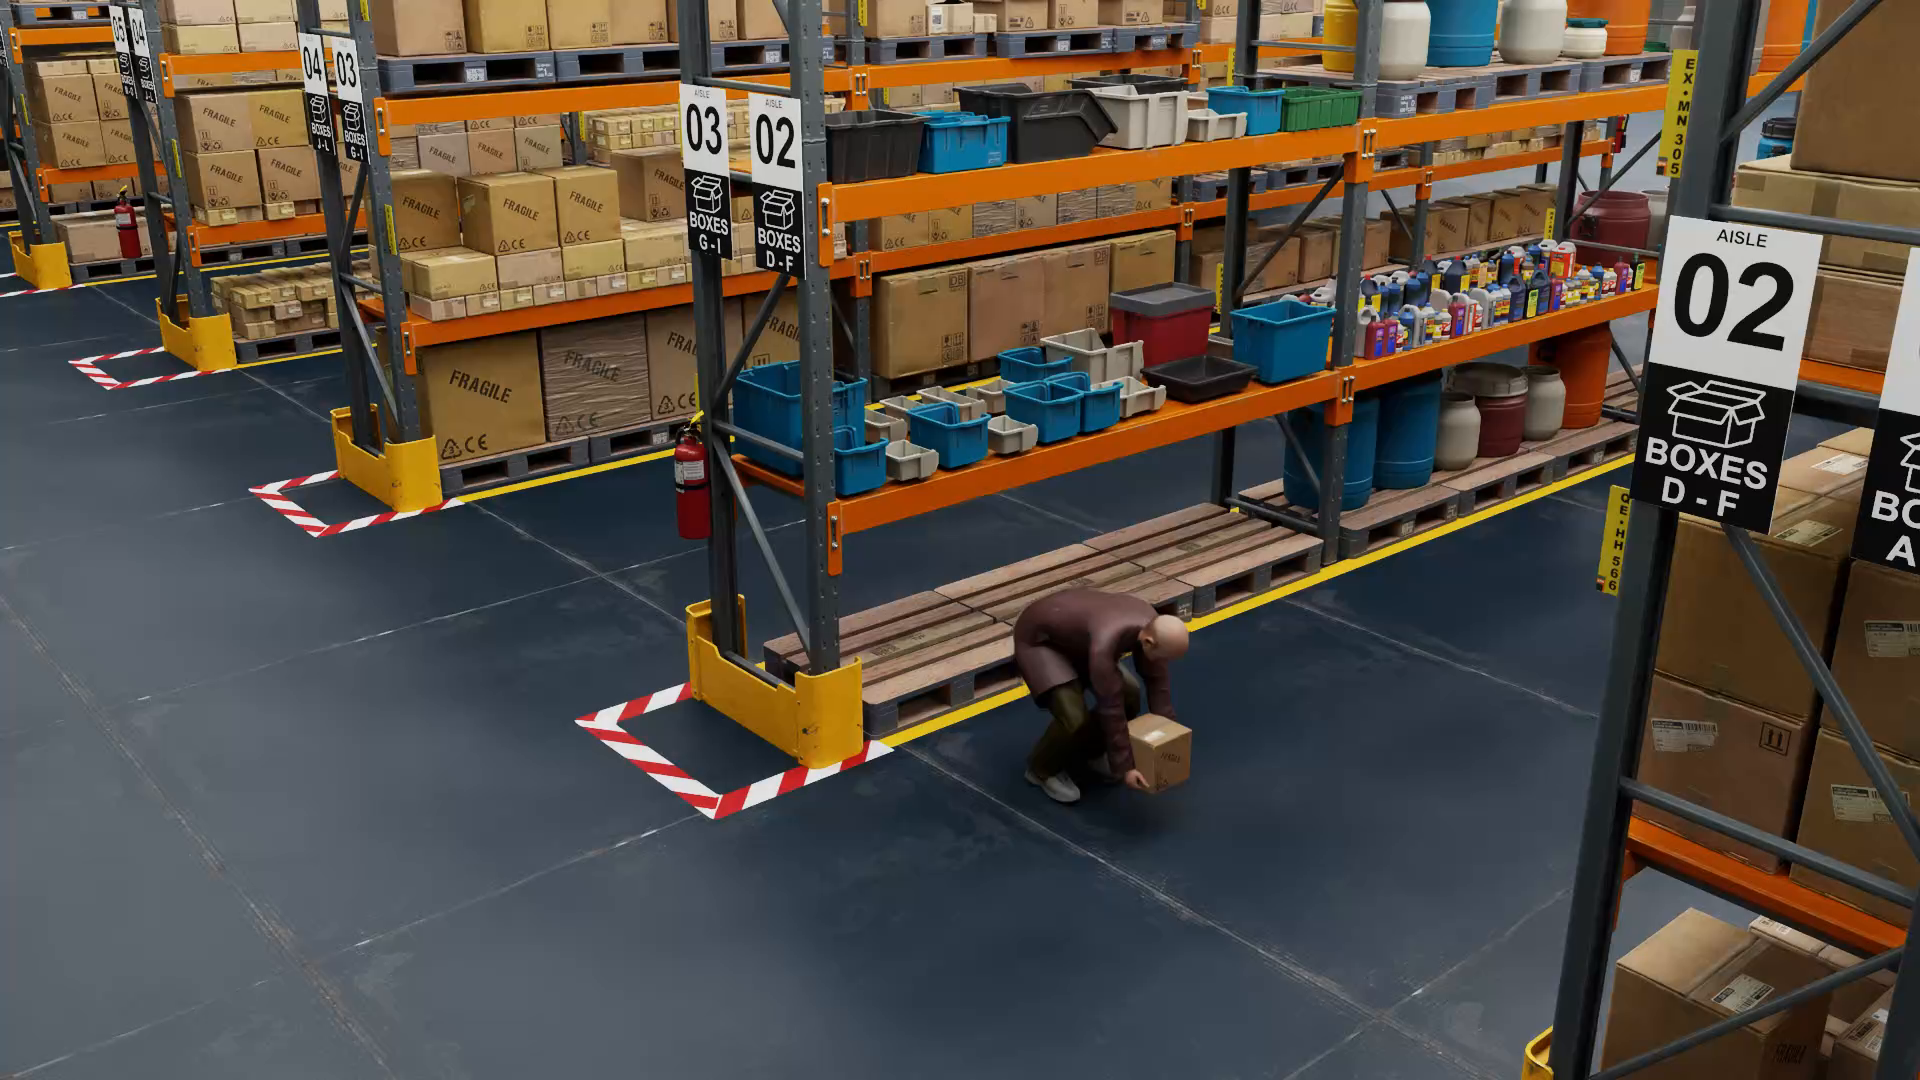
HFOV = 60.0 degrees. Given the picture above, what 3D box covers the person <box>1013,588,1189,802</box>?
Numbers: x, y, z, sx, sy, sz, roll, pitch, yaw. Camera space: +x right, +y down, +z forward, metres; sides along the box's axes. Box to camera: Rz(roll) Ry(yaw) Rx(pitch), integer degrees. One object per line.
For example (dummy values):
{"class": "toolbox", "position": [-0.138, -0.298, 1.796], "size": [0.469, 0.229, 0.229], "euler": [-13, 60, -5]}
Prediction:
{"class": "person", "position": [0.653, 0.738, 7.793], "size": [0.594, 1.018, 0.939], "euler": [-18, 27, -40]}
